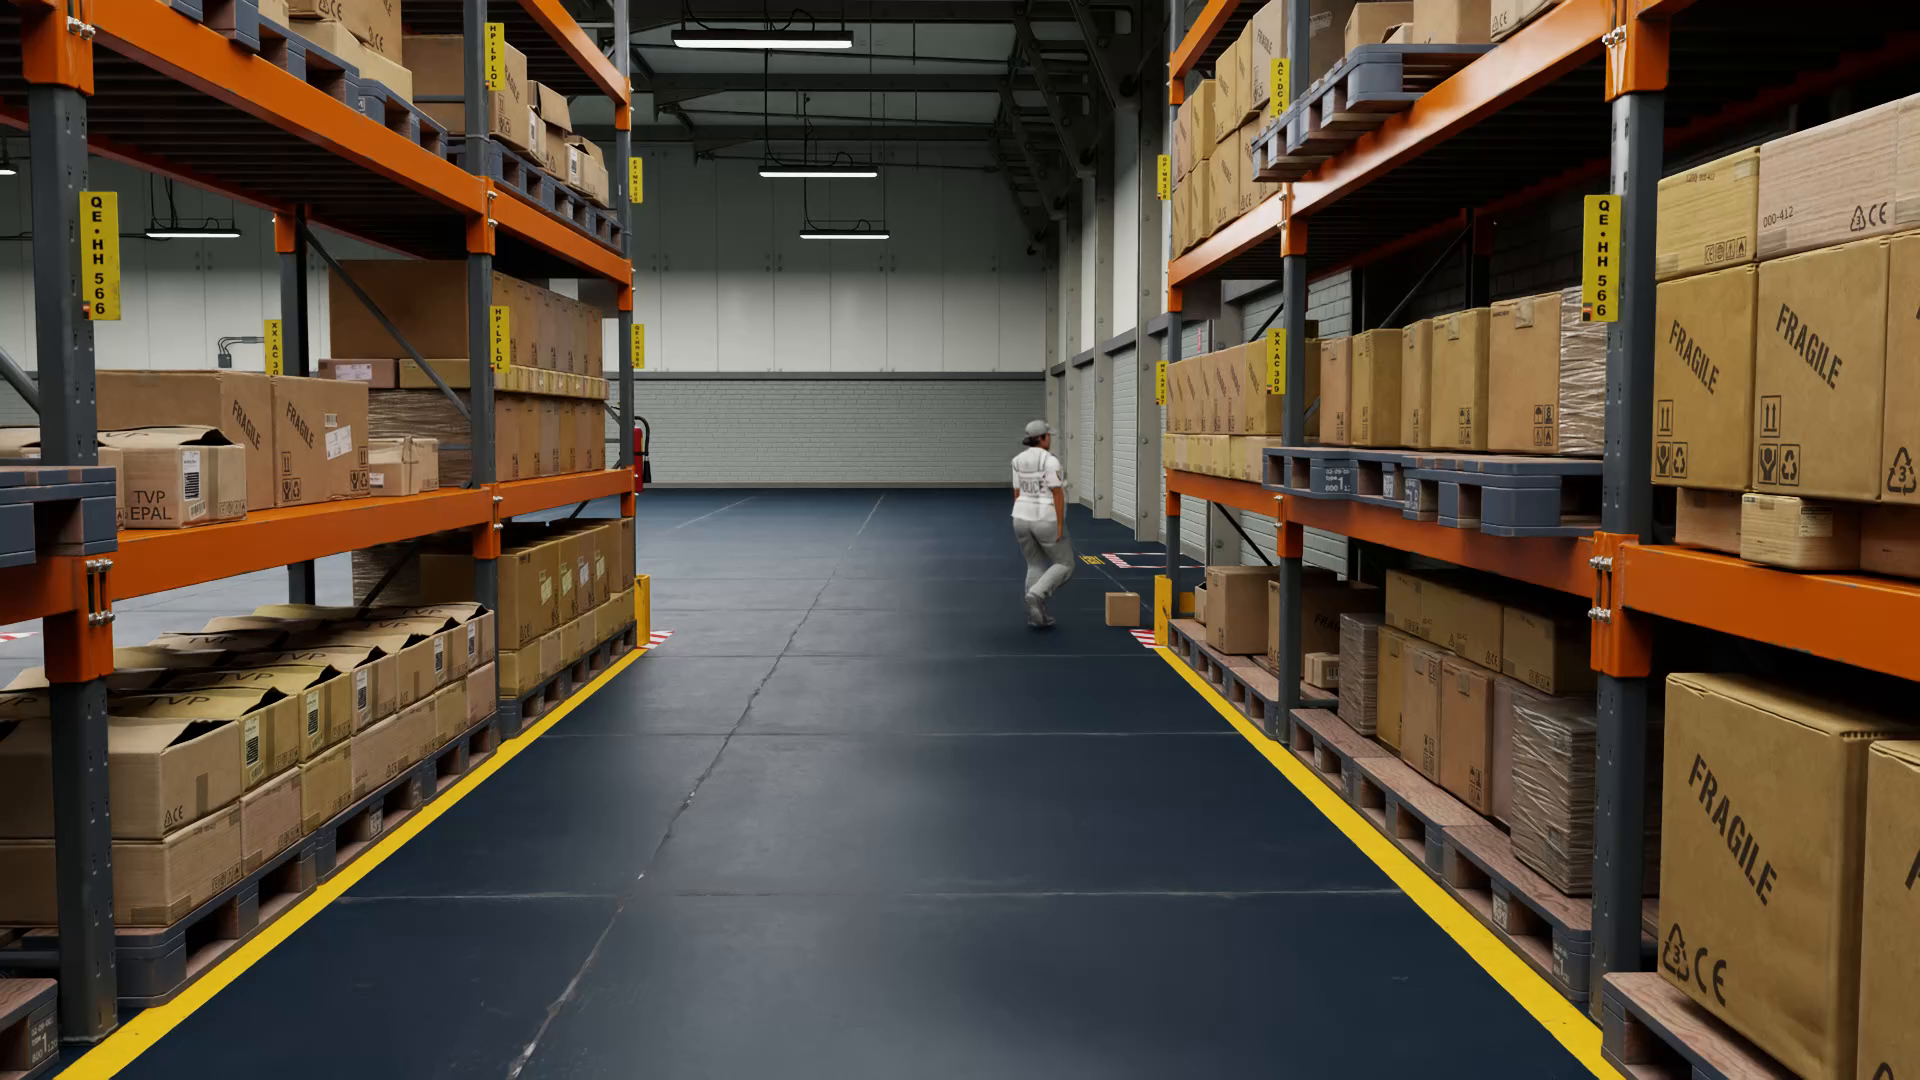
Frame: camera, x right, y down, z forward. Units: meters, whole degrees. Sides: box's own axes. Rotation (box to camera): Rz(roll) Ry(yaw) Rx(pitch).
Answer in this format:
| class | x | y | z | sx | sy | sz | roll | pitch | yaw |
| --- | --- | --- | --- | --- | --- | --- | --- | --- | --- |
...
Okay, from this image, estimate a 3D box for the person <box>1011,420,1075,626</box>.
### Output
| class | x | y | z | sx | sy | sz | roll | pitch | yaw |
| --- | --- | --- | --- | --- | --- | --- | --- | --- | --- |
| person | 0.627 | -0.127 | 13.178 | 0.492 | 1.648 | 0.574 | 3 | 5 | 40 |
